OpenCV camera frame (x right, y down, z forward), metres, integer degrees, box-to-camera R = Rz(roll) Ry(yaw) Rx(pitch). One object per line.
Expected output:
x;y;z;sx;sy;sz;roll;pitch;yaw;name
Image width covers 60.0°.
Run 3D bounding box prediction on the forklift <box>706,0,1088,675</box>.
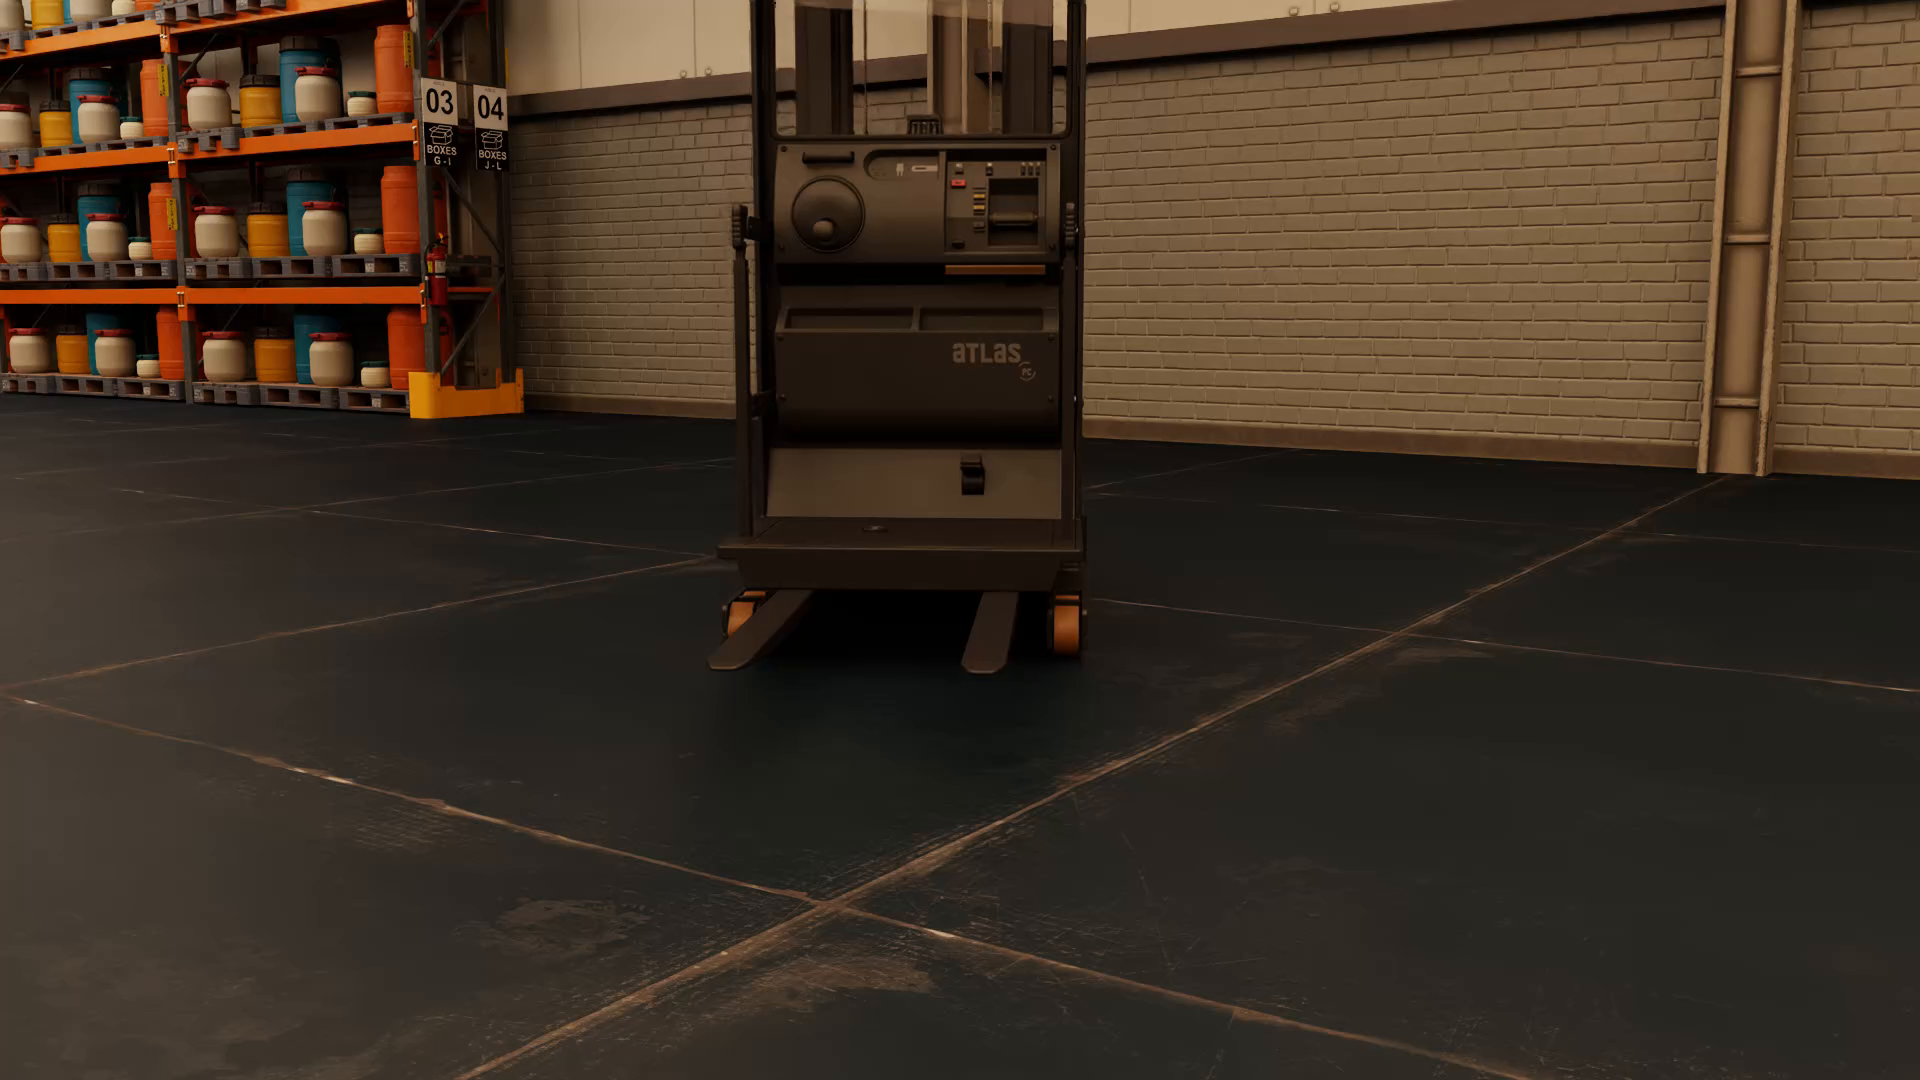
-0.150;-1.139;5.200;1.130;2.935;3.031;1;8;4;forklift
